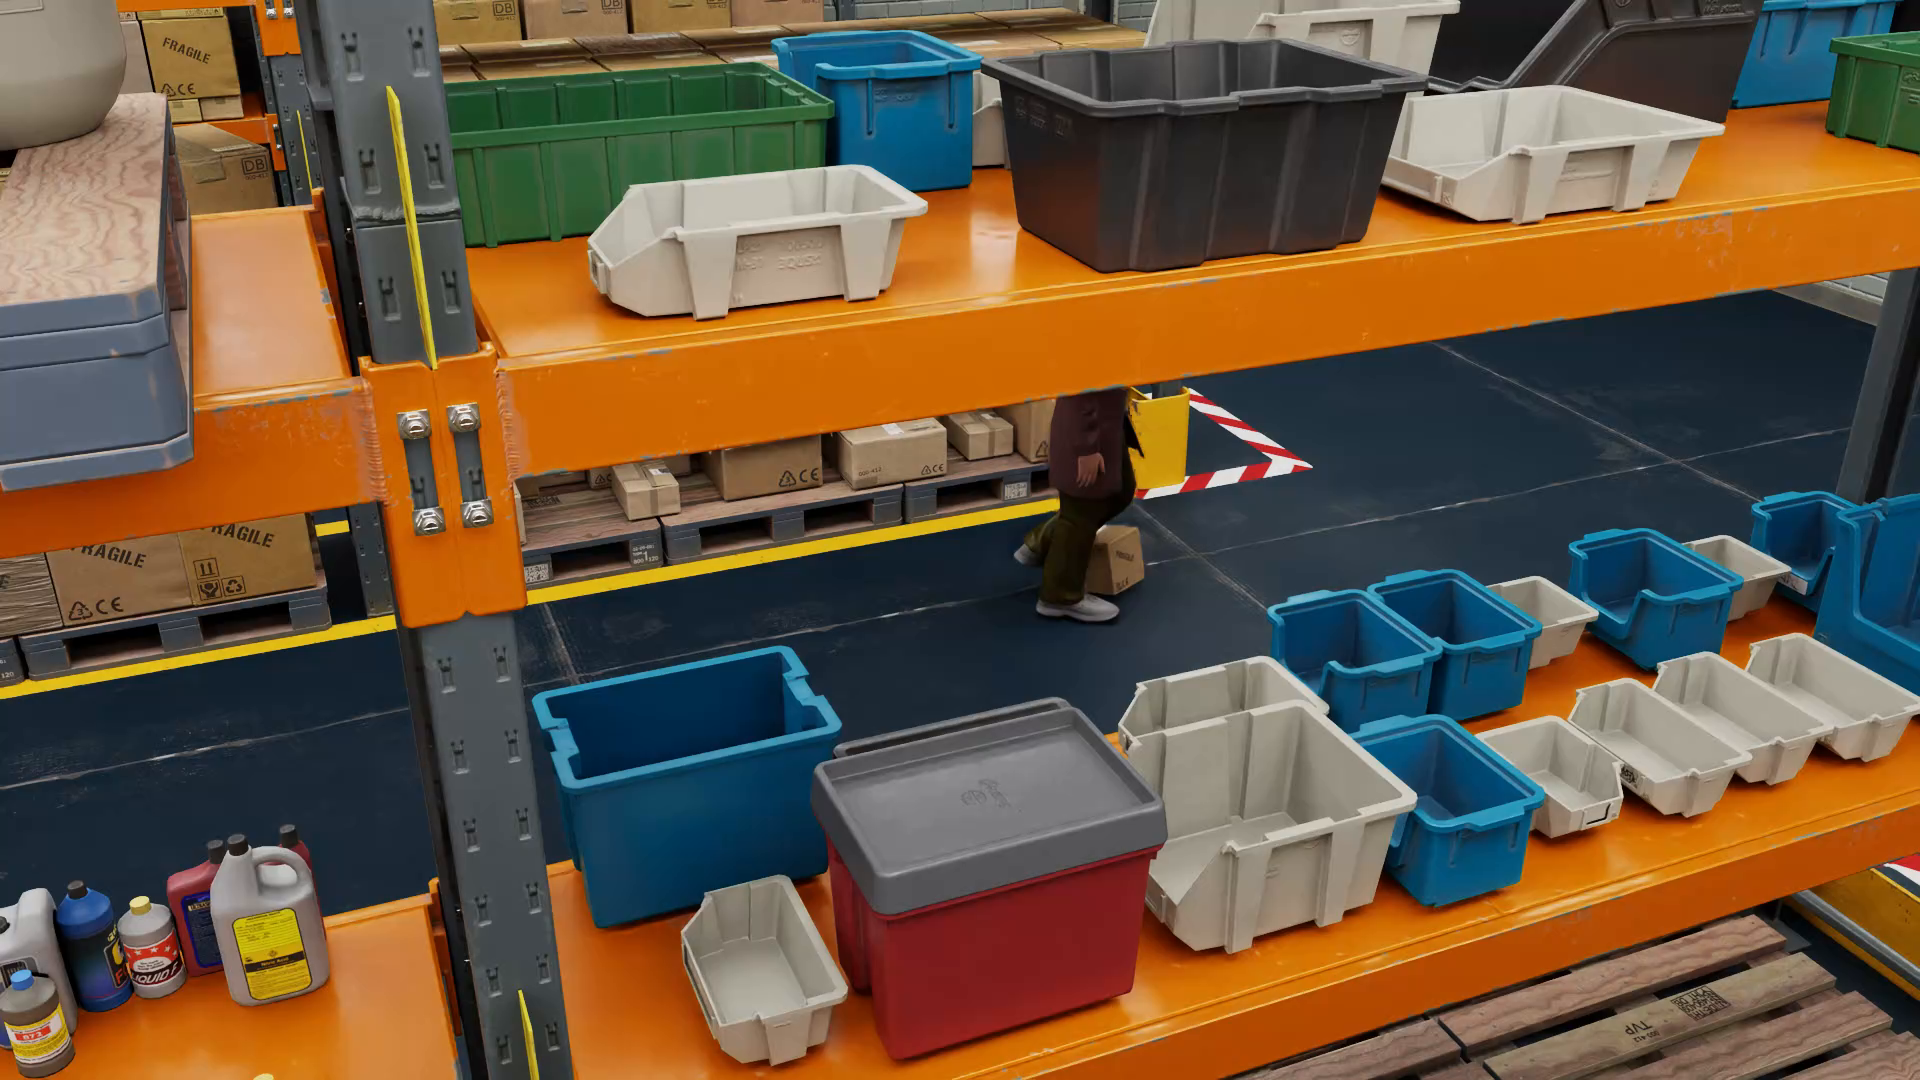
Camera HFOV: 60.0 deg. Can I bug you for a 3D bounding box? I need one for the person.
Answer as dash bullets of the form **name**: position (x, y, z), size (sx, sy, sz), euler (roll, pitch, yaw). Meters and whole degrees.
- **person**: position (0.503, -0.468, 7.083), size (0.563, 1.774, 0.614), euler (4, 26, 9)
